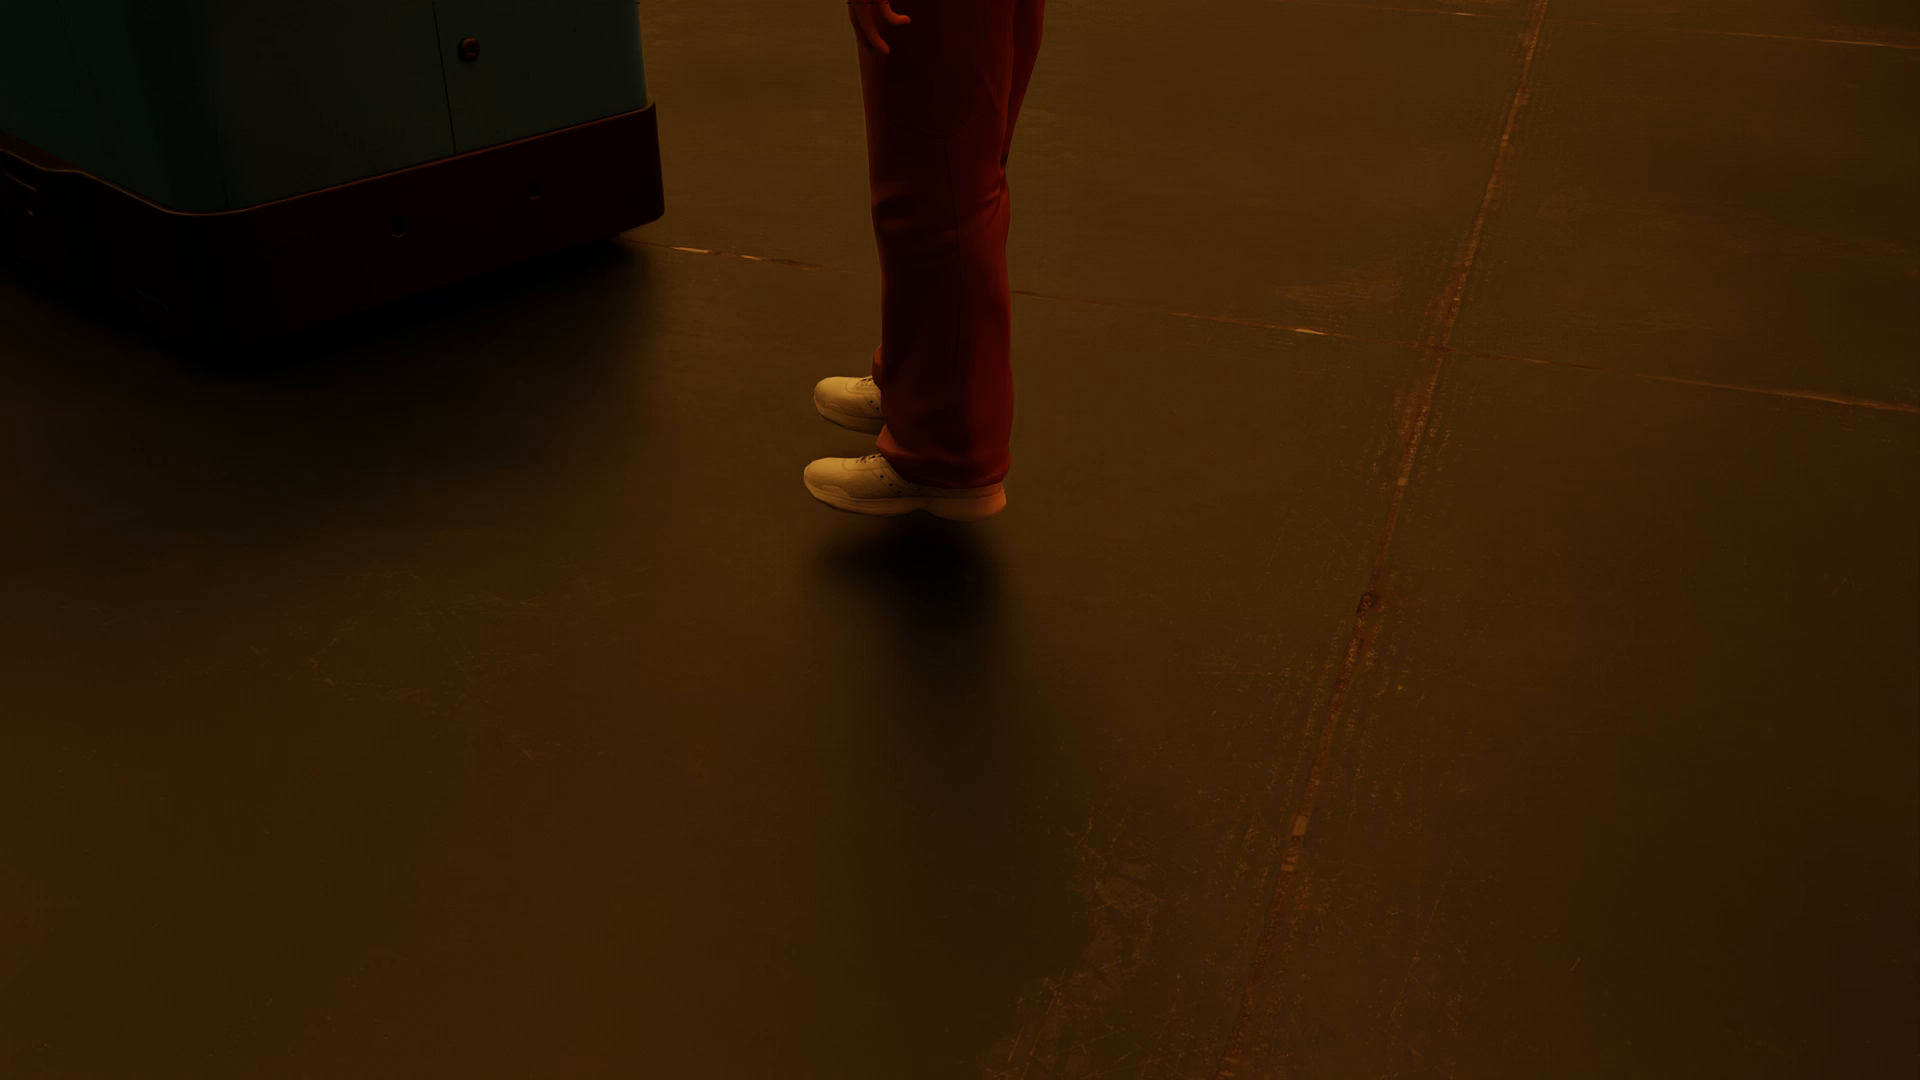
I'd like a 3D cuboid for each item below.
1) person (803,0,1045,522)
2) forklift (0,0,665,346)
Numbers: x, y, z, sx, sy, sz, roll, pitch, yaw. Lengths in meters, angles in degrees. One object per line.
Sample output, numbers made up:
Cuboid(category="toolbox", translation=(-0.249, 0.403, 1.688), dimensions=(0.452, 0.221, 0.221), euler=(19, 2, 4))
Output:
Cuboid(category="person", translation=(-0.065, -0.788, 2.094), dimensions=(0.548, 1.675, 0.554), euler=(10, 31, 18))
Cuboid(category="forklift", translation=(-2.072, -2.231, 3.465), dimensions=(3.031, 2.935, 1.130), euler=(24, 37, 36))
